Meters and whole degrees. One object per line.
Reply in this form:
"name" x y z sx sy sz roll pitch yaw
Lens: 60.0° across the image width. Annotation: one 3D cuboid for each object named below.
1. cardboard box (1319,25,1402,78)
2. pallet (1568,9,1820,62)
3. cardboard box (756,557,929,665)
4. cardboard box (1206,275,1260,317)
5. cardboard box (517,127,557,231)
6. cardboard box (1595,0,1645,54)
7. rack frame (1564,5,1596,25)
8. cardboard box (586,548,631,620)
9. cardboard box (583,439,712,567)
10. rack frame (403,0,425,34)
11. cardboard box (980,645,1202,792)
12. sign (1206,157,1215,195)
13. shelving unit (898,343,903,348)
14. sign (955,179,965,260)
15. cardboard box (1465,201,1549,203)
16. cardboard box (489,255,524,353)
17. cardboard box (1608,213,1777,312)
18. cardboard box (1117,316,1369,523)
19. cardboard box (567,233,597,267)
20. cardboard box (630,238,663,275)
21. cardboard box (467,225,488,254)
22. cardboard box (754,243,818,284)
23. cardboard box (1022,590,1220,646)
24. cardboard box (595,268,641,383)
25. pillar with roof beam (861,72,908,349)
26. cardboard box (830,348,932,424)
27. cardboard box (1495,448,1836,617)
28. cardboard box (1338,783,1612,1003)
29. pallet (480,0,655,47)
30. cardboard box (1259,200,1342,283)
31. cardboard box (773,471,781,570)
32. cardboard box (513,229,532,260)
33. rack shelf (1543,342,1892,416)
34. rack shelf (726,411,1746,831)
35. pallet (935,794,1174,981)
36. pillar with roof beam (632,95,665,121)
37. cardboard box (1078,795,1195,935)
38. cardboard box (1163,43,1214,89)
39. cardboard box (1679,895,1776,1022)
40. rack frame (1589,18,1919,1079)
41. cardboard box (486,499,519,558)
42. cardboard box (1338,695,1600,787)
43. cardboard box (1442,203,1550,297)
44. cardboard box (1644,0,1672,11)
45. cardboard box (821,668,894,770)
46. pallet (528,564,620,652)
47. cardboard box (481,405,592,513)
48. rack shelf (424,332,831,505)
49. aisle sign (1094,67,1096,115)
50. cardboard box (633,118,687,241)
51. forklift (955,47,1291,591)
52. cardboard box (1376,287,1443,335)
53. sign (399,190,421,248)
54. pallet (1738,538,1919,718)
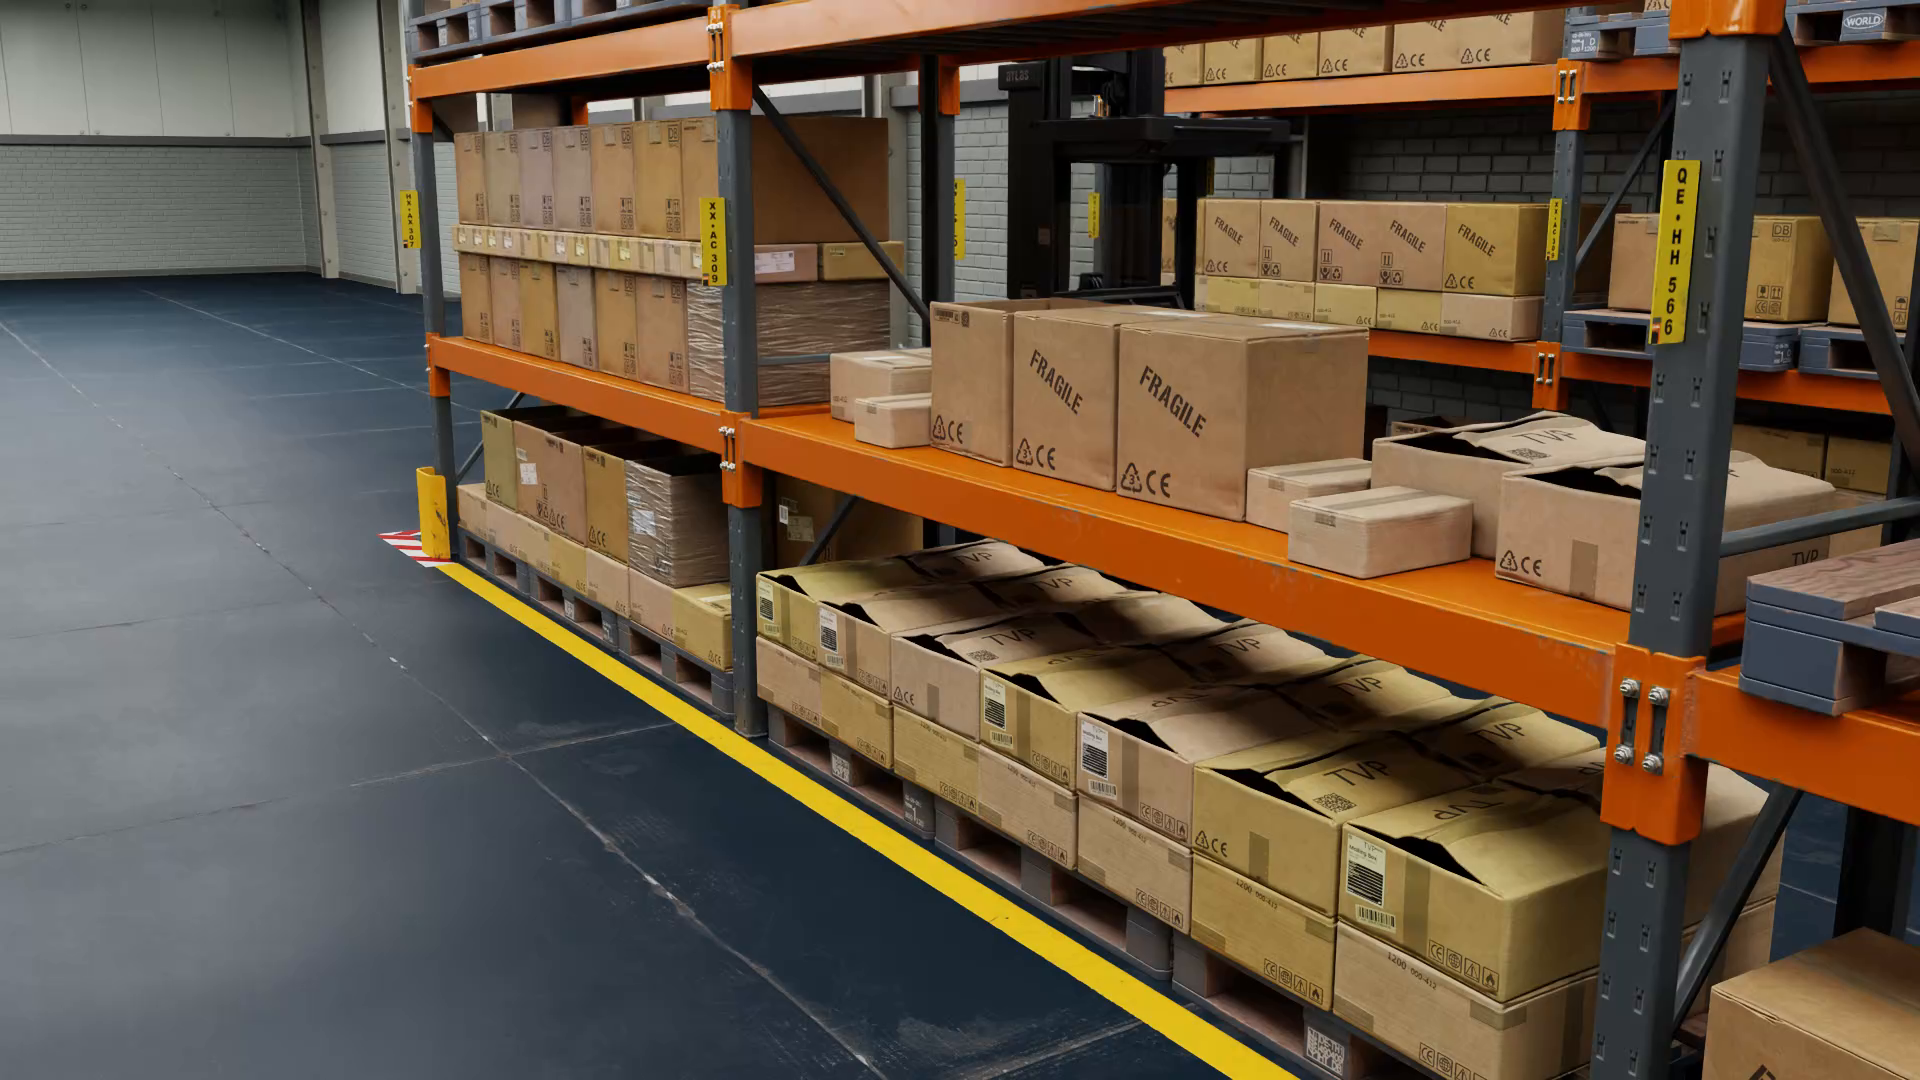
"cardboard box" 2.559 -3.086 10.152 0.500 0.500 0.500 -9 15 -35
"pallet" 3.906 -2.568 8.500 1.213 0.211 1.003 -8 15 -33
"cardboard box" -0.447 0.238 6.394 0.500 0.311 0.500 -8 15 -33
"cardboard box" 2.019 -1.658 11.226 0.500 0.250 0.500 -8 15 -34
"cardboard box" -1.832 -1.847 8.515 0.700 0.500 0.500 -8 15 -33
"cardboard box" 3.591 -2.957 9.562 0.500 0.500 0.500 -8 14 -31
"rack frame" 3.653 -4.247 8.719 1.000 3.000 0.127 -8 15 -33
"cardboard box" -1.466 0.175 7.994 0.500 0.250 0.500 -8 15 -33
"cardboard box" -1.455 -0.193 7.921 0.500 0.500 0.500 -8 15 -33
"rack frame" -2.685 -4.371 9.288 1.000 3.000 0.127 -8 15 -33
"cardboard box" 0.405 0.511 5.144 0.500 0.311 0.500 -8 14 -31
"sign" 1.910 -2.810 12.740 0.100 0.325 0.005 -8 15 -33
"shelving unit" -0.131 -0.608 10.334 0.258 1.200 0.503 -10 16 -38
"sign" -0.023 -1.322 6.862 0.100 0.325 0.005 -8 15 -33
"cardboard box" 3.283 -1.820 10.212 0.500 0.500 0.500 -8 15 -33
"cardboard box" -2.142 -1.312 9.107 0.700 0.500 0.500 -8 14 -31
"cardboard box" 3.906 -1.486 8.870 0.700 0.500 0.500 -8 15 -33
"cardboard box" 0.804 -0.363 4.768 0.500 0.500 0.500 -9 15 -36
"cardboard box" -1.650 -1.391 7.949 0.380 0.149 0.250 -8 14 -31
"cardboard box" -1.227 -1.255 7.328 0.380 0.149 0.250 -8 15 -33
"cardboard box" -2.499 -1.665 9.200 0.380 0.149 0.250 -9 15 -34
"cardboard box" -0.798 -1.118 6.701 0.380 0.149 0.250 -8 15 -33
"cardboard box" 0.562 0.354 5.864 0.500 0.311 0.500 -8 15 -33
"cardboard box" -1.293 -1.039 7.858 0.700 0.500 0.500 -8 15 -32
"pillar with roof beam" -4.364 -5.494 14.420 9.100 9.000 0.400 -8 15 -33
"cardboard box" -0.160 -0.574 6.315 0.500 0.250 0.500 -7 14 -29
"cardboard box" 1.582 -0.044 3.751 0.500 0.311 0.500 -7 14 -29
"cardboard box" 1.252 0.782 3.904 0.500 0.311 0.500 -8 14 -31
"pallet" -1.635 -2.517 8.035 1.003 0.211 1.213 -8 15 -33
"cardboard box" 2.293 -1.938 10.751 0.500 0.500 0.500 -8 14 -31
"cardboard box" -0.749 -0.165 7.793 0.500 0.500 0.500 -8 15 -33
"cardboard box" -2.074 -1.528 8.574 0.380 0.149 0.250 -9 15 -35
"rack shelf" 4.761 -0.609 7.810 1.077 0.370 4.000 -8 15 -33
"rack shelf" 0.639 -0.022 5.126 1.077 0.370 4.000 -8 15 -33
"pallet" 0.652 0.976 5.402 1.003 0.211 1.213 -8 15 -33
"pillar with roof beam" -7.688 -6.561 19.300 9.100 9.000 0.400 -8 15 -33
"cardboard box" 0.688 0.874 4.795 0.500 0.250 0.500 -8 15 -31
"cardboard box" 1.682 -3.363 11.416 0.500 0.500 0.500 -7 14 -29
"cardboard box" 1.701 0.992 4.256 0.500 0.250 0.500 -8 15 -33
"rack frame" 1.750 -0.018 3.424 0.949 2.616 0.053 -8 15 -33
"cardboard box" -2.293 -0.092 9.216 0.500 0.250 0.500 -8 15 -33
"cardboard box" 1.403 0.626 4.619 0.500 0.311 0.500 -9 15 -34
"cardboard box" 3.133 -1.667 9.511 0.500 0.500 0.500 -8 15 -33
"cardboard box" 3.889 -2.929 8.496 0.500 0.500 0.500 -6 14 -25
"cardboard box" -0.170 0.601 6.046 0.500 0.250 0.500 -8 14 -31
"pallet" -1.555 0.269 8.636 1.003 0.211 1.213 -8 15 -33
"cardboard box" -2.295 -0.459 9.135 0.500 0.500 0.500 -8 15 -33
"rack shelf" -1.577 -0.734 8.379 1.077 0.370 4.000 -8 15 -33
"aisle sign" 1.147 -3.275 12.231 0.394 0.787 0.004 -8 15 -33
"cardboard box" -1.001 -1.580 7.294 0.700 0.500 0.500 -8 15 -33
"forklift" 1.017 -1.163 8.819 1.130 2.935 3.031 -10 16 -38
"cardboard box" 2.869 -1.391 10.005 0.500 0.250 0.500 -8 15 -33
"sign" -3.151 -1.838 9.532 0.100 0.325 0.005 -8 15 -33
"pallet" 2.181 0.188 2.930 1.213 0.211 1.003 -8 15 -33
